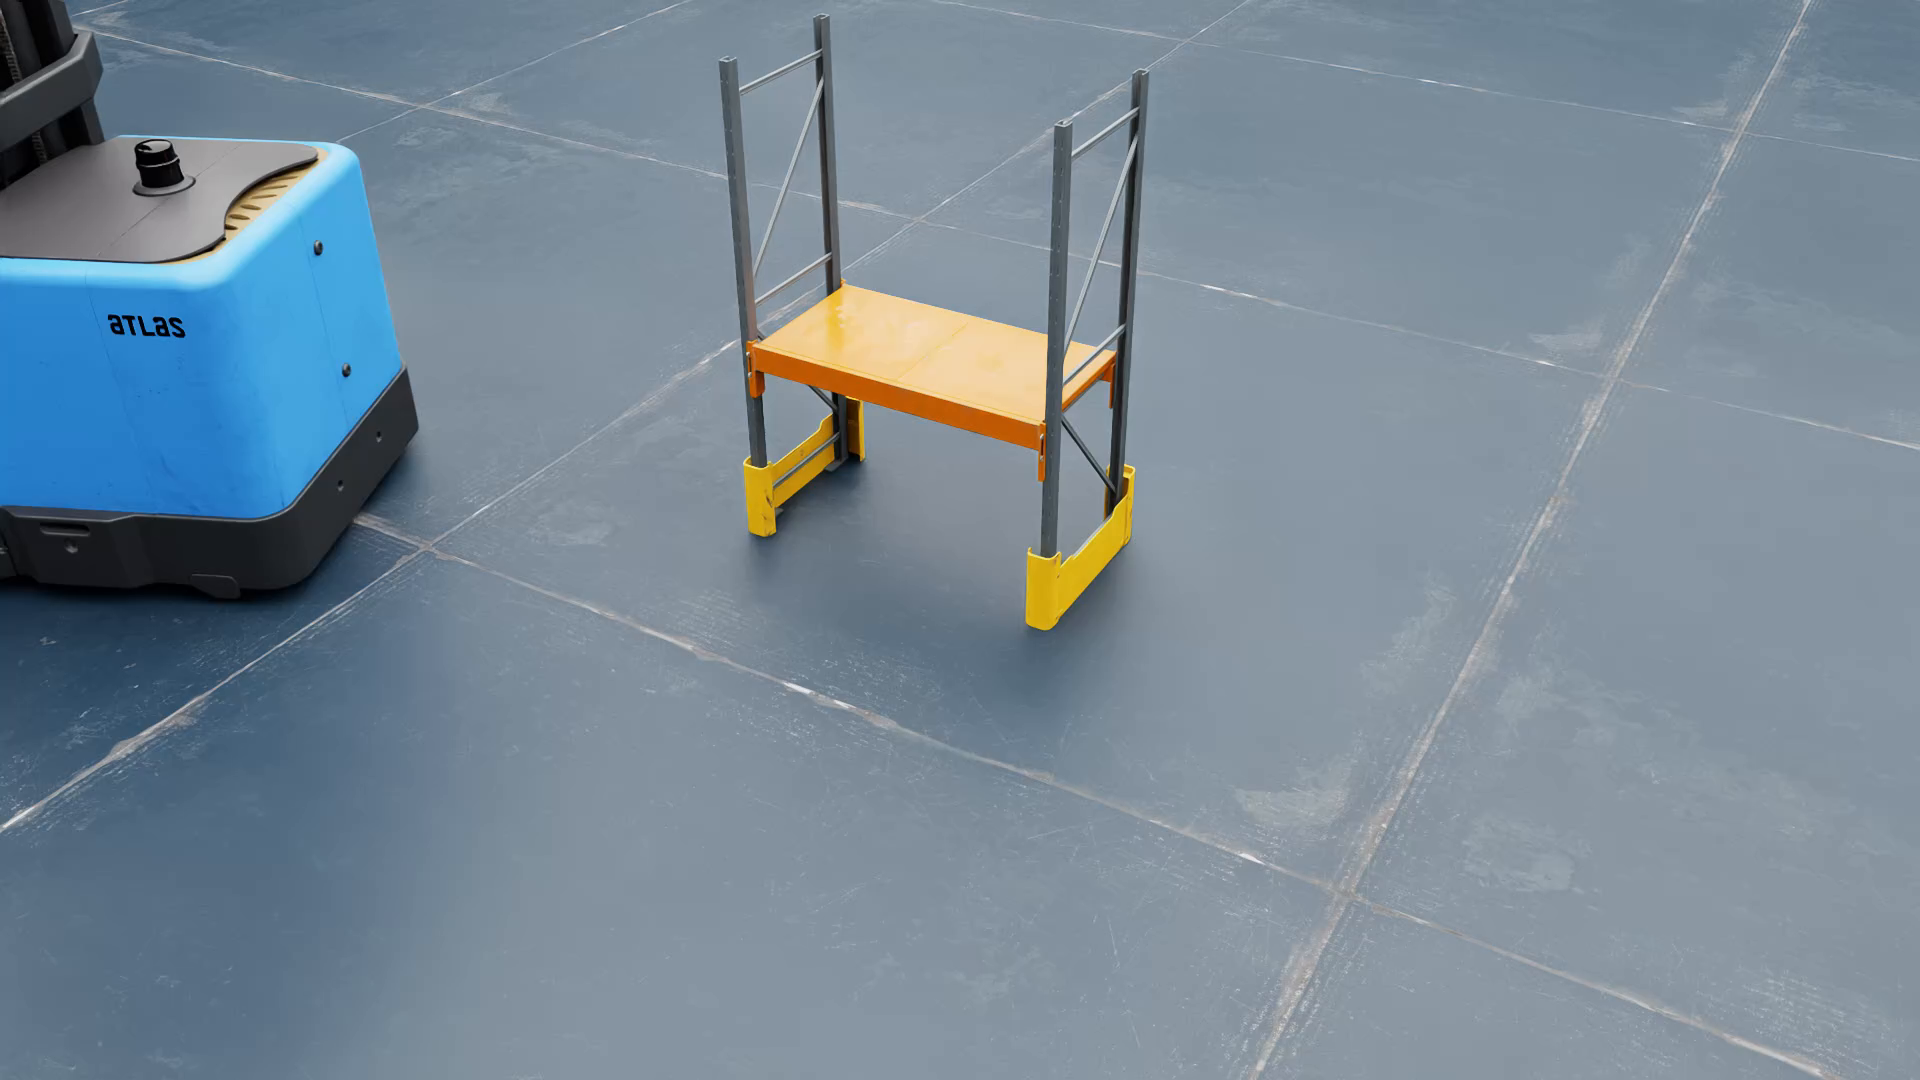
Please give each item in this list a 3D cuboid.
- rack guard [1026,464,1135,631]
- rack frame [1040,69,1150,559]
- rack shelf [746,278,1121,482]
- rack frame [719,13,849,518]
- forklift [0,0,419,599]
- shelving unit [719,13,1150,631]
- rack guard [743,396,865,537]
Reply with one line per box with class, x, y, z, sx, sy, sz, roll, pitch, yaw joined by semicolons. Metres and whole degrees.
rack guard;0.366;0.012;5.007;0.087;0.250;0.587;18;37;24
rack frame;0.367;-0.508;4.660;0.032;1.500;0.500;18;37;24
rack shelf;-0.074;-0.498;4.969;1.000;0.185;0.538;18;37;24
rack frame;-0.515;-0.788;5.079;0.032;1.500;0.500;18;37;24
forklift;-3.401;-1.382;4.681;3.031;2.935;1.130;3;34;5
shelving unit;-0.066;-0.645;4.866;1.083;1.500;0.587;18;37;24
rack guard;-0.499;-0.262;5.418;0.087;0.250;0.587;18;37;24
